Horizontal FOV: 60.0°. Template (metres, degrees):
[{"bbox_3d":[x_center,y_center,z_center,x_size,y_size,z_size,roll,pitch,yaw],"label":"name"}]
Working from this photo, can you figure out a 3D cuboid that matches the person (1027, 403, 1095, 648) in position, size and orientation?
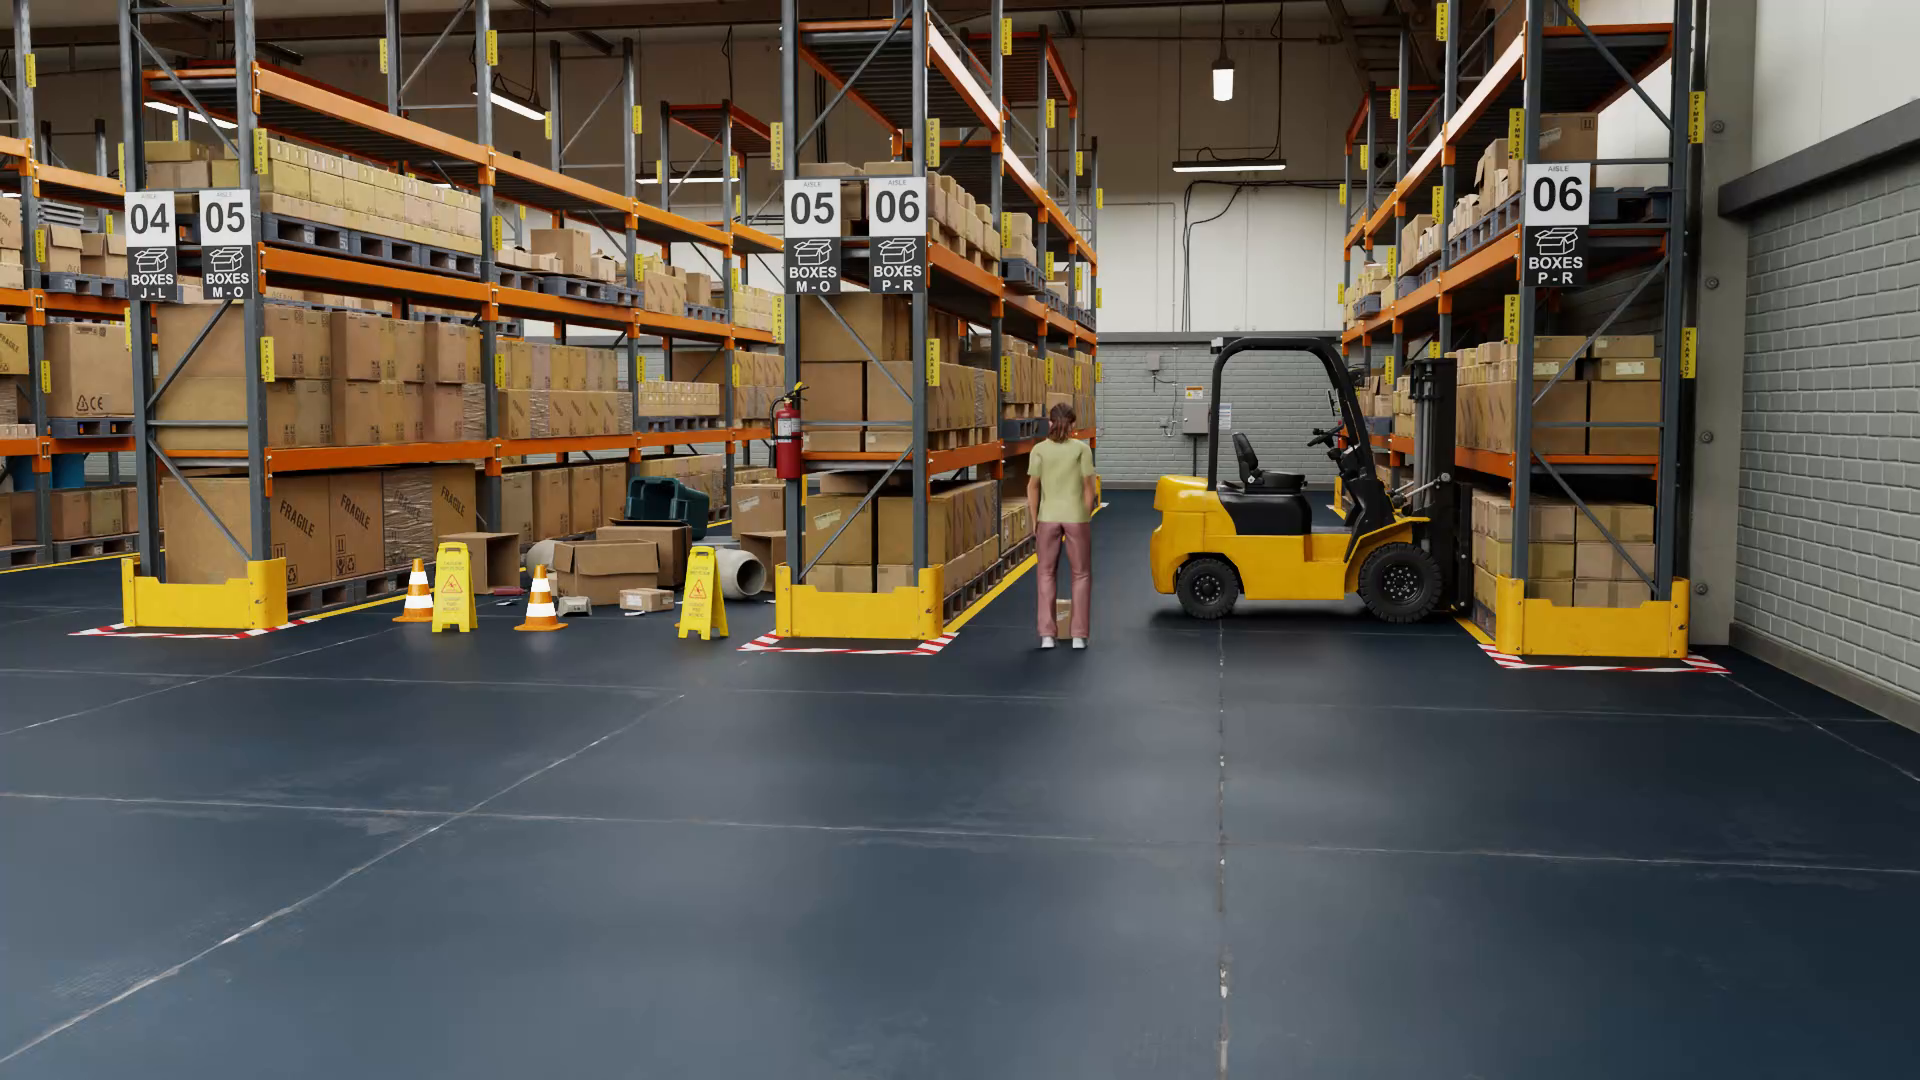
[{"bbox_3d":[0.682,-0.096,11.236,0.458,1.657,0.344,1,5,10],"label":"person"}]
